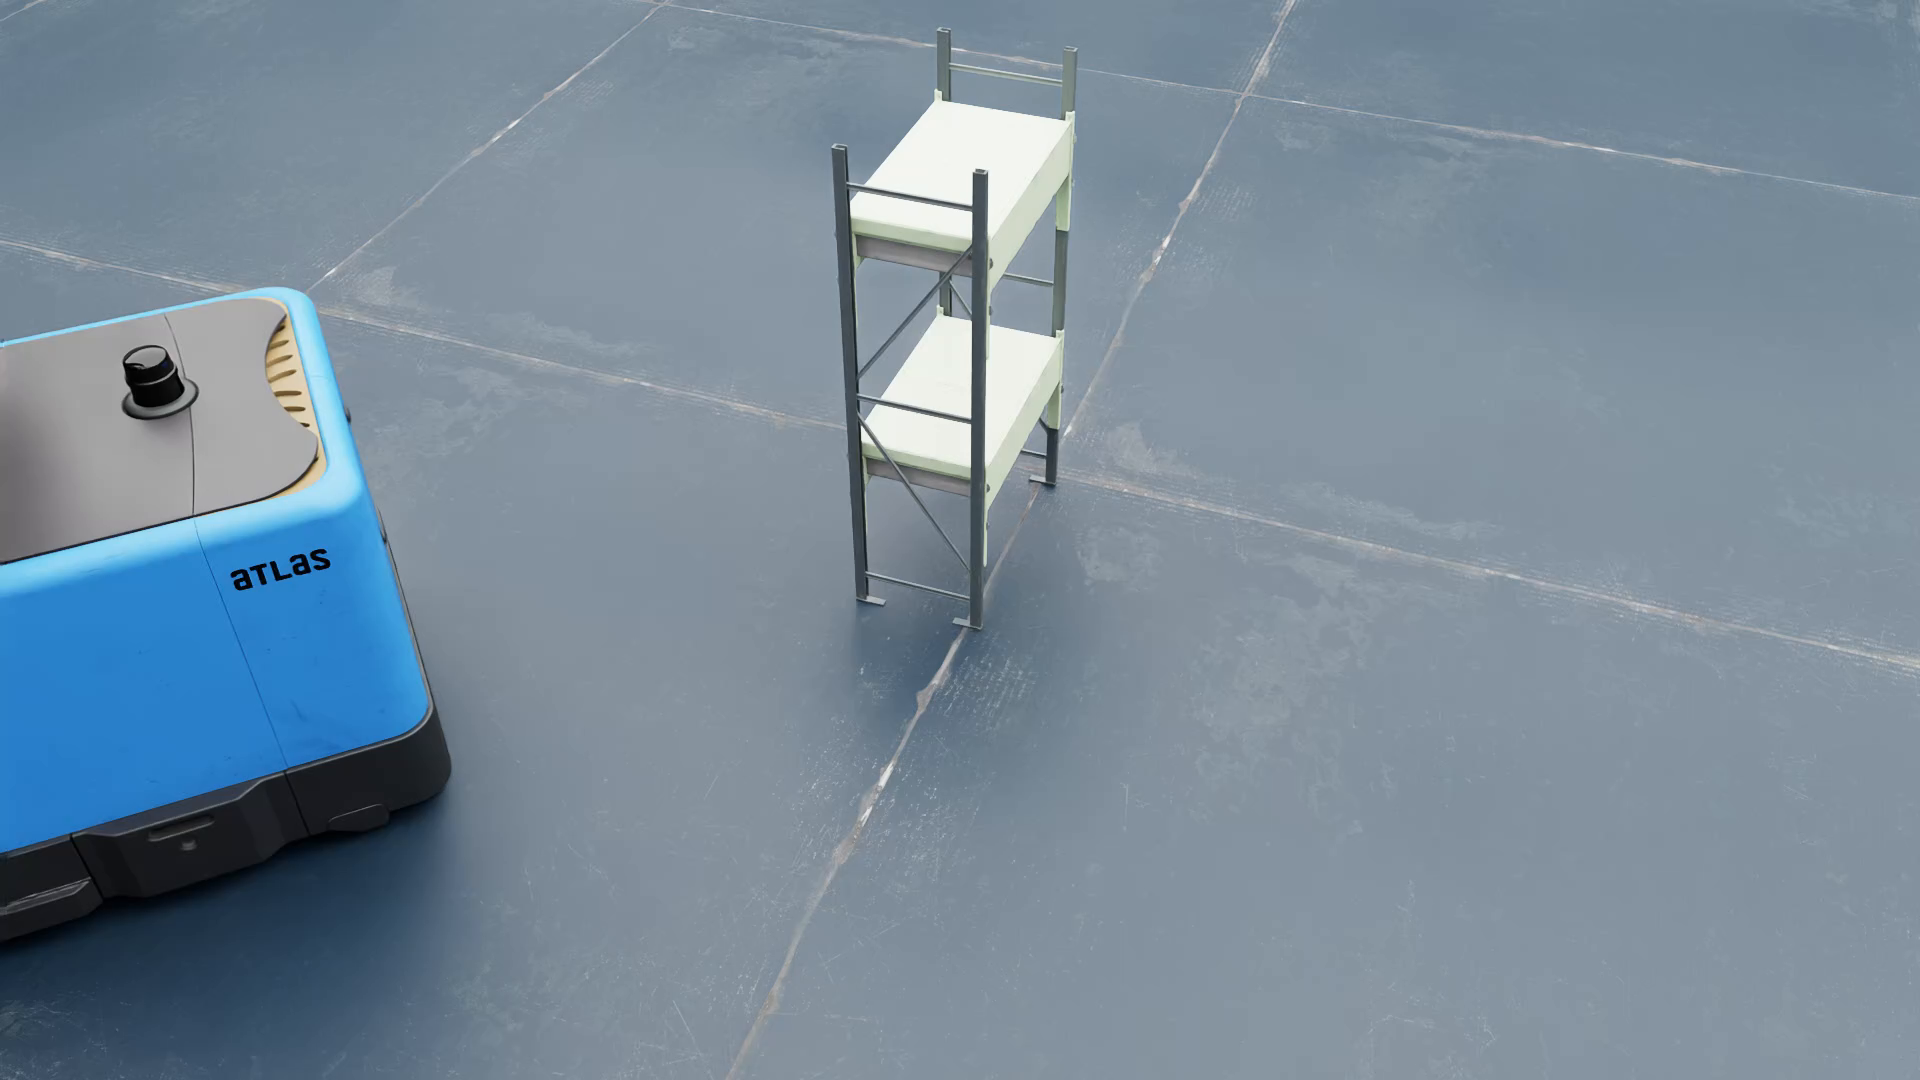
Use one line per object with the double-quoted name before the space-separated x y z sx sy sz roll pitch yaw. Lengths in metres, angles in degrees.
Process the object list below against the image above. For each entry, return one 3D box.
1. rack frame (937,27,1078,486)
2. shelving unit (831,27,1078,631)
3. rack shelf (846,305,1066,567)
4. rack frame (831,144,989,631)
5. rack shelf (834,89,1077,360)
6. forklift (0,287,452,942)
"rack frame" 0.127 -0.798 5.030 0.400 1.500 0.023 13 42 15
"shelving unit" 0.002 -0.575 4.768 0.431 1.500 0.755 13 42 15
"rack shelf" 0.002 -0.327 4.980 0.431 0.370 0.720 13 42 15
"rack frame" -0.123 -0.351 4.506 0.400 1.500 0.023 13 42 15
"rack shelf" 0.002 -0.872 4.515 0.431 0.370 0.720 13 42 15
"forklift" -2.913 -0.314 3.360 3.031 2.935 1.130 -16 43 -18
